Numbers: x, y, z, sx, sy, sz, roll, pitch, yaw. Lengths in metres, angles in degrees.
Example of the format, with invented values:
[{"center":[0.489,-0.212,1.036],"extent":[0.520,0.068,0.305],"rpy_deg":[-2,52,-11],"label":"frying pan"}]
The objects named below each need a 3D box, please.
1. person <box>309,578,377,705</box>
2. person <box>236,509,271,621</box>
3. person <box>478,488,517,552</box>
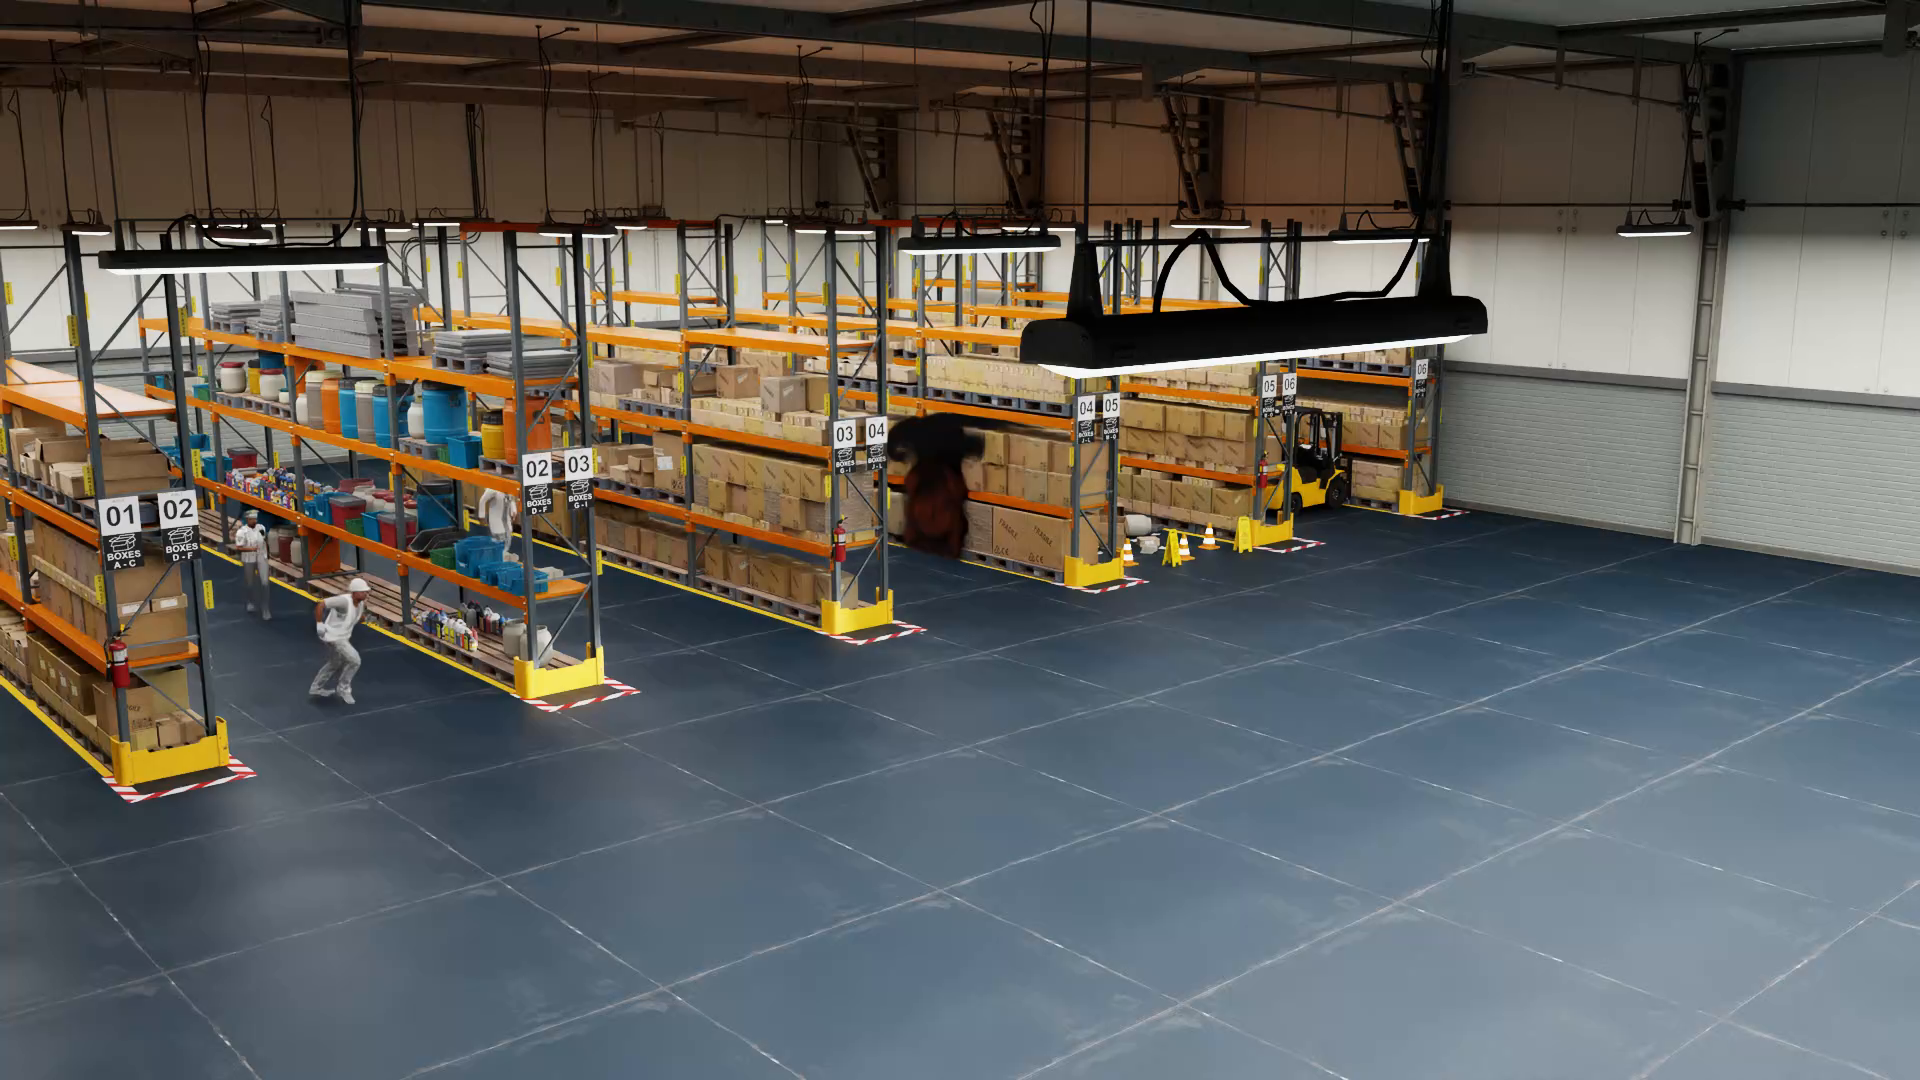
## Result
[{"center":[-7.965,1.310,21.308],"extent":[0.987,1.680,0.735],"rpy_deg":[2,12,11],"label":"person"},{"center":[-10.948,0.371,25.801],"extent":[0.519,1.735,0.848],"rpy_deg":[-8,14,-33],"label":"person"},{"center":[-8.156,-0.350,29.312],"extent":[0.704,1.710,0.719],"rpy_deg":[7,13,31],"label":"person"}]
